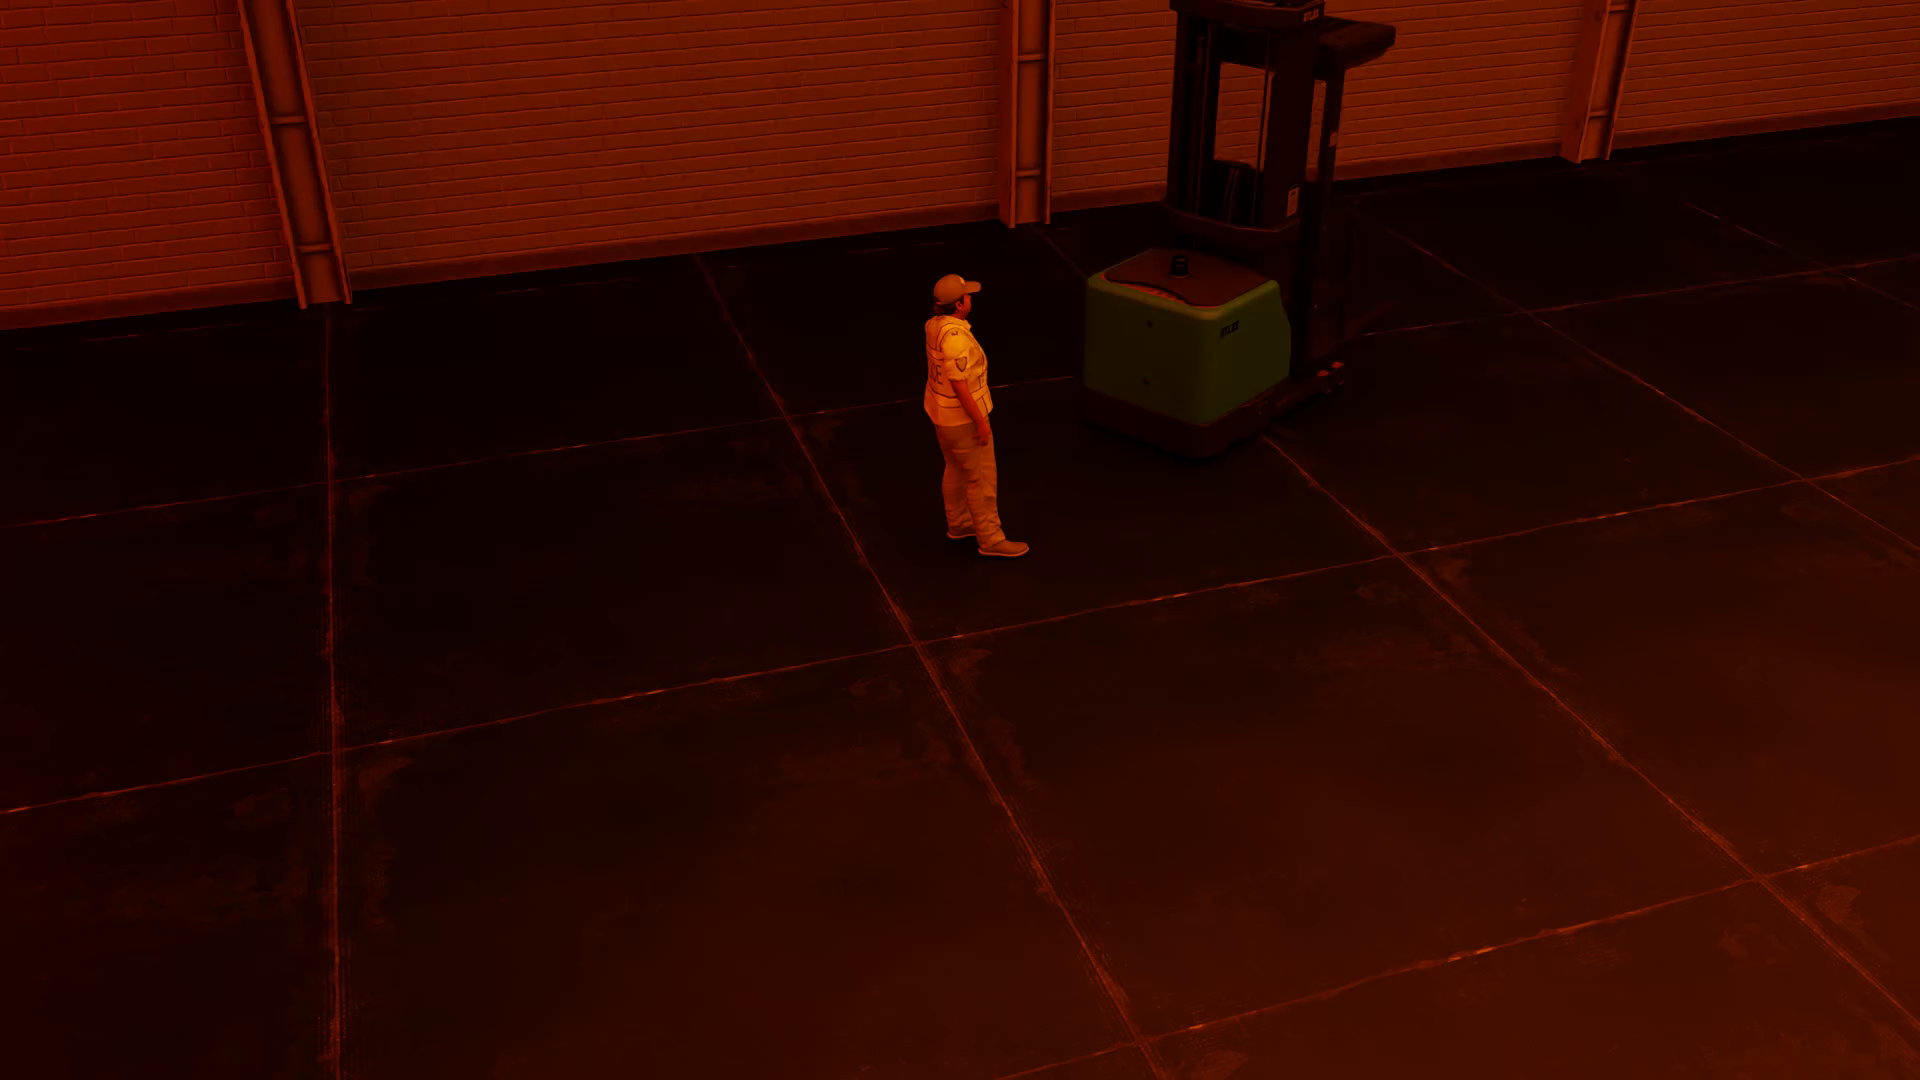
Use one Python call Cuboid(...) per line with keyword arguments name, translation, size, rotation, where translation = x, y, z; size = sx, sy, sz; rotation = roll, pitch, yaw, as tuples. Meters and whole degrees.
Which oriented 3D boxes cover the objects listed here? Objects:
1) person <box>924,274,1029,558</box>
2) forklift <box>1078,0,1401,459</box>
Cuboid(name="person", translation=(0.080, -0.731, 9.609), size=(0.529, 1.670, 0.598), rotation=(-10, 31, -16))
Cuboid(name="forklift", translation=(2.151, -2.456, 11.356), size=(1.130, 2.935, 3.031), rotation=(23, 37, 34))
